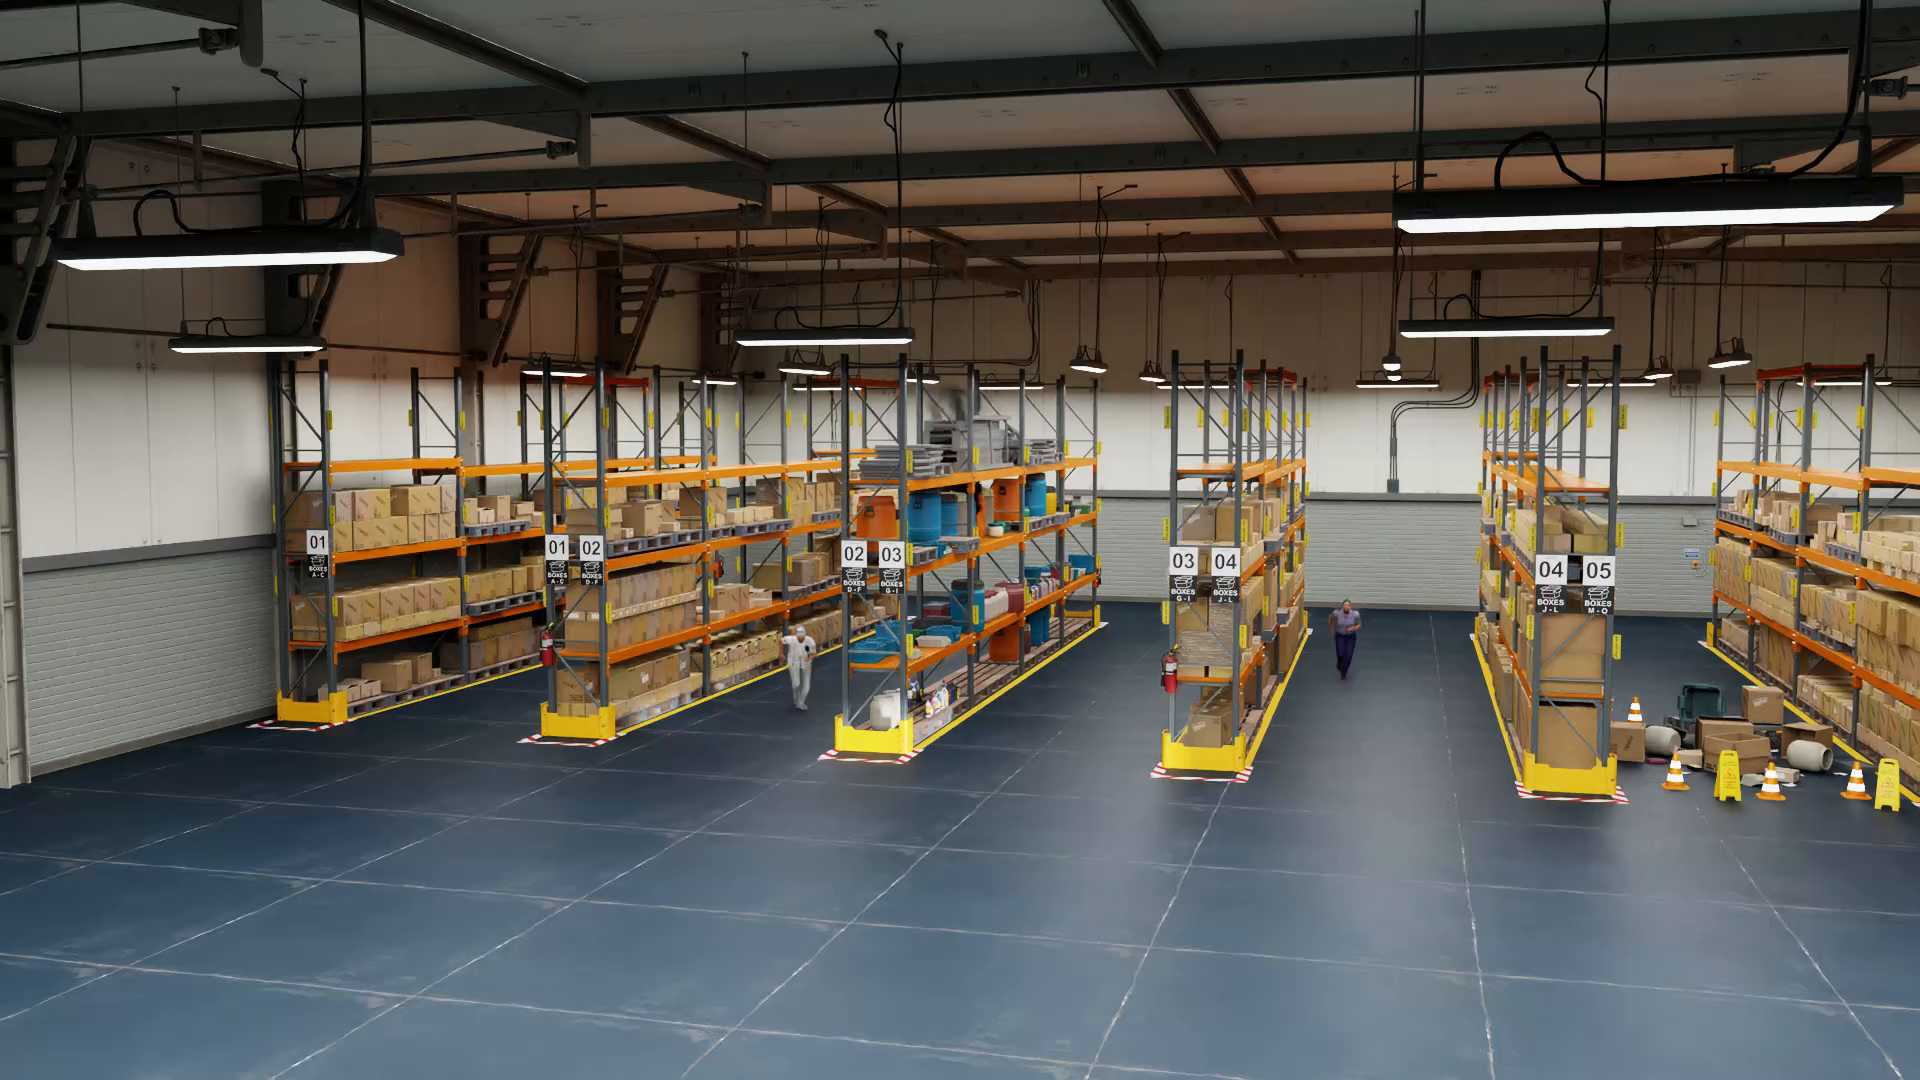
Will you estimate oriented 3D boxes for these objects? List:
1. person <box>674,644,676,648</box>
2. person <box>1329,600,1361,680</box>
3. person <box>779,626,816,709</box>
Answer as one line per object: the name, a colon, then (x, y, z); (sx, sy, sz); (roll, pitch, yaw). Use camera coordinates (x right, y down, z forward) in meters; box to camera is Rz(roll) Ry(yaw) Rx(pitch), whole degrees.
person: (-5.813, 1.716, 33.558); (0.674, 1.740, 0.782); (1, 4, 11)
person: (7.425, 1.923, 32.075); (0.592, 1.576, 0.663); (1, 4, 7)
person: (-2.793, 2.200, 28.592); (0.636, 1.497, 0.842); (-1, 4, -10)
